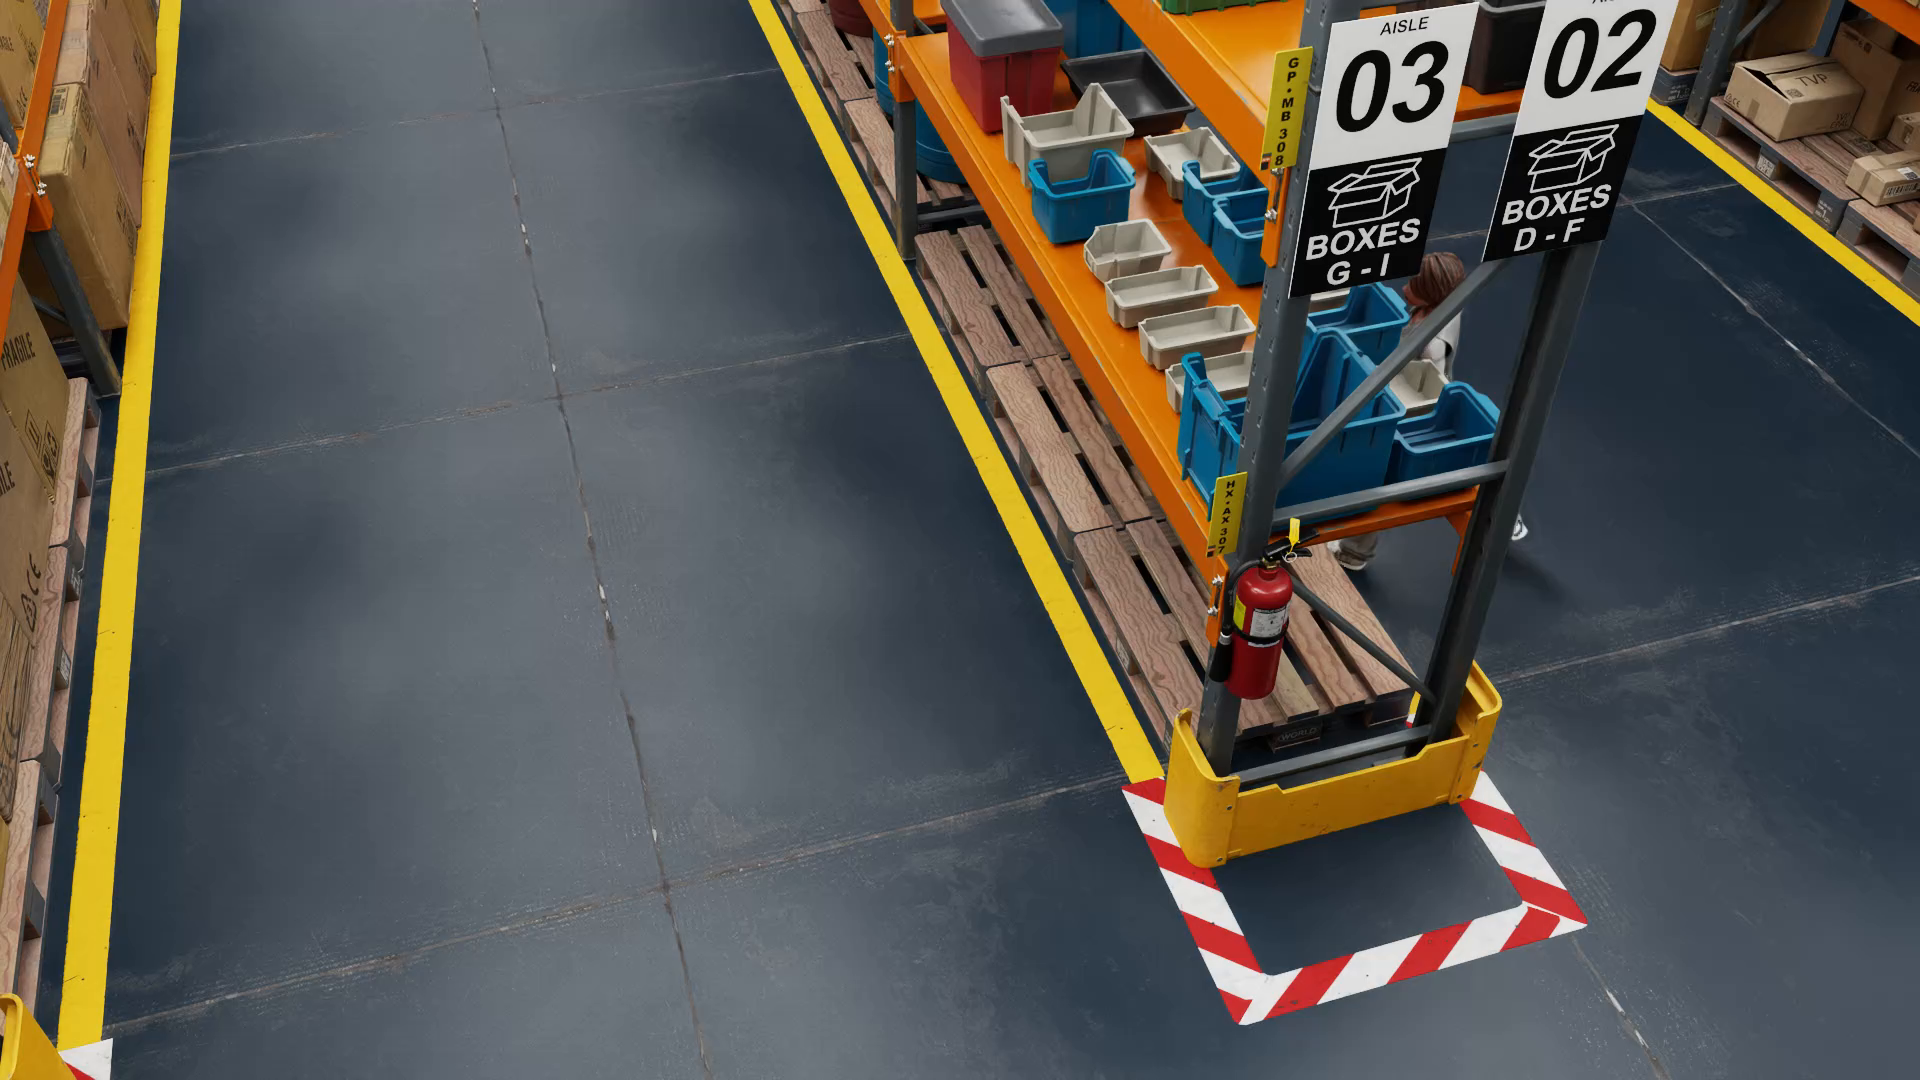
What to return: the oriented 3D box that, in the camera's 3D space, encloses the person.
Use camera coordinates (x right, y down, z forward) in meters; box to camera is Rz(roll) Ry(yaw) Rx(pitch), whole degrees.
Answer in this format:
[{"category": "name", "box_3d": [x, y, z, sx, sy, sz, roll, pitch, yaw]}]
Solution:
[{"category": "person", "box_3d": [1.924, -0.506, 6.705, 0.802, 1.563, 0.526, 16, 45, 17]}]
